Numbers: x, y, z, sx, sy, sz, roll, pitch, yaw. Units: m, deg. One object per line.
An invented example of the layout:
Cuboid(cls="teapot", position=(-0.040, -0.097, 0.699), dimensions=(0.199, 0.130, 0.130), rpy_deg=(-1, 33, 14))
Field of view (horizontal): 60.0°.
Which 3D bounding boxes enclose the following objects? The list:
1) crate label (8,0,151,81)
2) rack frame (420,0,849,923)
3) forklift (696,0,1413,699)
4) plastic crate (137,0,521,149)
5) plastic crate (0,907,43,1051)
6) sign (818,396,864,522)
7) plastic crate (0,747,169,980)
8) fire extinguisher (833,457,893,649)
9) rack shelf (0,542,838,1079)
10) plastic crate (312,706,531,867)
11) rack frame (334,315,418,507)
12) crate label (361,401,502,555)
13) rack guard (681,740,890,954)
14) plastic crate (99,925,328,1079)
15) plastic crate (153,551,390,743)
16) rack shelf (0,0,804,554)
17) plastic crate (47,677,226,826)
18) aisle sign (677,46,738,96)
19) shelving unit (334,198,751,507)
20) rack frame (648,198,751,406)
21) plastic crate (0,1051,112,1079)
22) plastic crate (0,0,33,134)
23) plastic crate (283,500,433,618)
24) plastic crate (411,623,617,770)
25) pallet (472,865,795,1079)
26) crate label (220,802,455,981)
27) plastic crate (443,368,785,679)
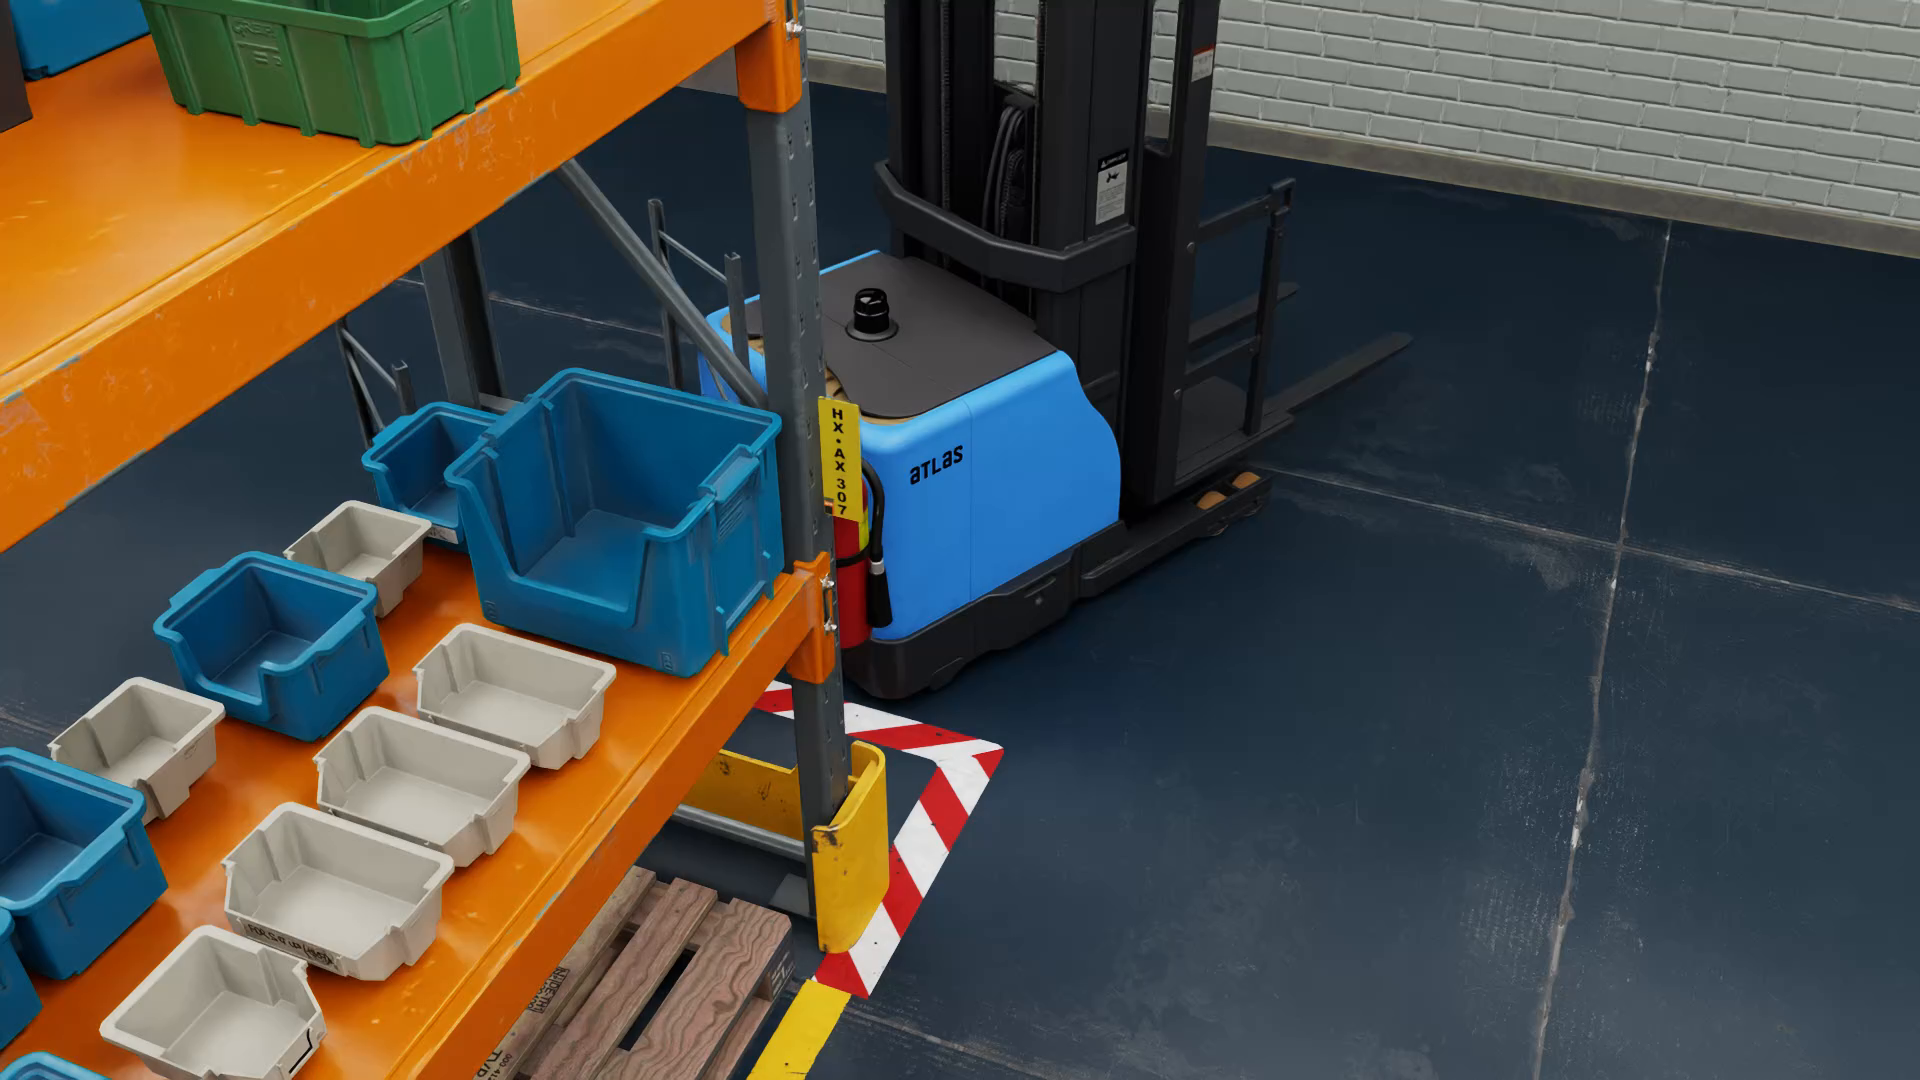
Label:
Cuboid(cls="crate label", position=(-1.440, -0.939, 2.620), dimensions=(0.408, 0.251, 0.502), rpy_deg=(14, 39, 18))
Cuboid(cls="rack frame", position=(-0.790, -0.235, 4.058), dimensions=(1.000, 3.000, 0.127), rpy_deg=(14, 39, 18))
Cuboid(cls="forklift", position=(0.558, -1.403, 5.678), dimensions=(3.031, 2.935, 1.130), rpy_deg=(-28, 45, -32))
Cuboid(cls="plastic crate", position=(-0.901, -0.740, 2.406), dimensions=(0.450, 0.188, 0.336), rpy_deg=(14, 39, 18))
Cuboid(cls="plastic crate", position=(-1.804, 0.765, 2.810), dimensions=(0.416, 0.233, 0.300), rpy_deg=(14, 39, 18))
Cuboid(cls="sign", position=(-0.275, -0.184, 3.854), dimensions=(0.100, 0.325, 0.005), rpy_deg=(14, 39, 18))
Cuboid(cls="plastic crate", position=(-1.690, 0.599, 3.033), dimensions=(0.416, 0.233, 0.300), rpy_deg=(14, 39, 18))
Cuboid(cls="fire extinguisher", position=(-0.313, -0.034, 4.166), dimensions=(0.296, 0.674, 0.183), rpy_deg=(14, 39, 18))
Cuboid(cls="rack shelf", position=(-1.551, 1.161, 2.792), dimensions=(1.077, 0.370, 4.000), rpy_deg=(14, 39, 18))
Cuboid(cls="plastic crate", position=(-1.057, 0.497, 3.250), dimensions=(0.396, 0.136, 0.243), rpy_deg=(14, 39, 18))
Cuboid(cls="rack frame", position=(-1.609, 0.034, 4.951), dimensions=(0.032, 1.500, 0.500), rpy_deg=(-25, 43, -29))
Cuboid(cls="crate label", position=(-1.189, -0.130, 4.008), dimensions=(0.416, 0.233, 0.303), rpy_deg=(14, 39, 18))
Cuboid(cls="rack guard", position=(-0.793, 0.750, 4.829), dimensions=(1.175, 0.500, 0.348), rpy_deg=(14, 39, 18))
Cuboid(cls="plastic crate", position=(-1.236, 0.825, 2.811), dimensions=(0.298, 0.136, 0.250), rpy_deg=(14, 39, 18))
Cuboid(cls="plastic crate", position=(-1.439, 0.235, 3.520), dimensions=(0.416, 0.233, 0.300), rpy_deg=(14, 39, 18))
Cuboid(cls="rack shelf", position=(-1.551, -0.041, 1.894), dimensions=(1.077, 0.370, 4.000), rpy_deg=(14, 39, 18))
Cuboid(cls="plastic crate", position=(-1.645, 0.443, 3.322), dimensions=(0.250, 0.136, 0.298), rpy_deg=(14, 39, 18))
Cuboid(cls="aisle sign", position=(-0.492, -1.249, 3.244), dimensions=(0.394, 0.787, 0.004), rpy_deg=(14, 39, 18))
Cuboid(cls="shelving unit", position=(-1.199, -0.155, 5.205), dimensions=(1.083, 1.500, 0.587), rpy_deg=(-25, 43, -29))
Cuboid(cls="rack frame", position=(-0.804, -0.338, 5.449), dimensions=(0.032, 1.500, 0.500), rpy_deg=(-25, 43, -29))
Cuboid(cls="plastic crate", position=(-1.335, 1.004, 2.491), dimensions=(0.416, 0.233, 0.300), rpy_deg=(14, 39, 18))
Cuboid(cls="plastic crate", position=(-1.626, -0.628, 2.131), dimensions=(0.504, 0.338, 0.767), rpy_deg=(14, 39, 18))
Cuboid(cls="plastic crate", position=(-1.387, 0.067, 3.825), dimensions=(0.250, 0.136, 0.298), rpy_deg=(14, 39, 18))
Cuboid(cls="plastic crate", position=(-0.933, 0.340, 3.460), dimensions=(0.396, 0.136, 0.243), rpy_deg=(14, 39, 18))
Cuboid(cls="pallet", position=(-1.140, 1.330, 4.294), dimensions=(1.003, 0.211, 1.213), rpy_deg=(14, 39, 18))
Cuboid(cls="crate label", position=(-1.140, 0.657, 3.036), dimensions=(0.396, 0.136, 0.243), rpy_deg=(14, 39, 18))
Cuboid(cls="plastic crate", position=(-0.745, -0.045, 3.725), dimensions=(0.616, 0.435, 0.499), rpy_deg=(14, 39, 18))
